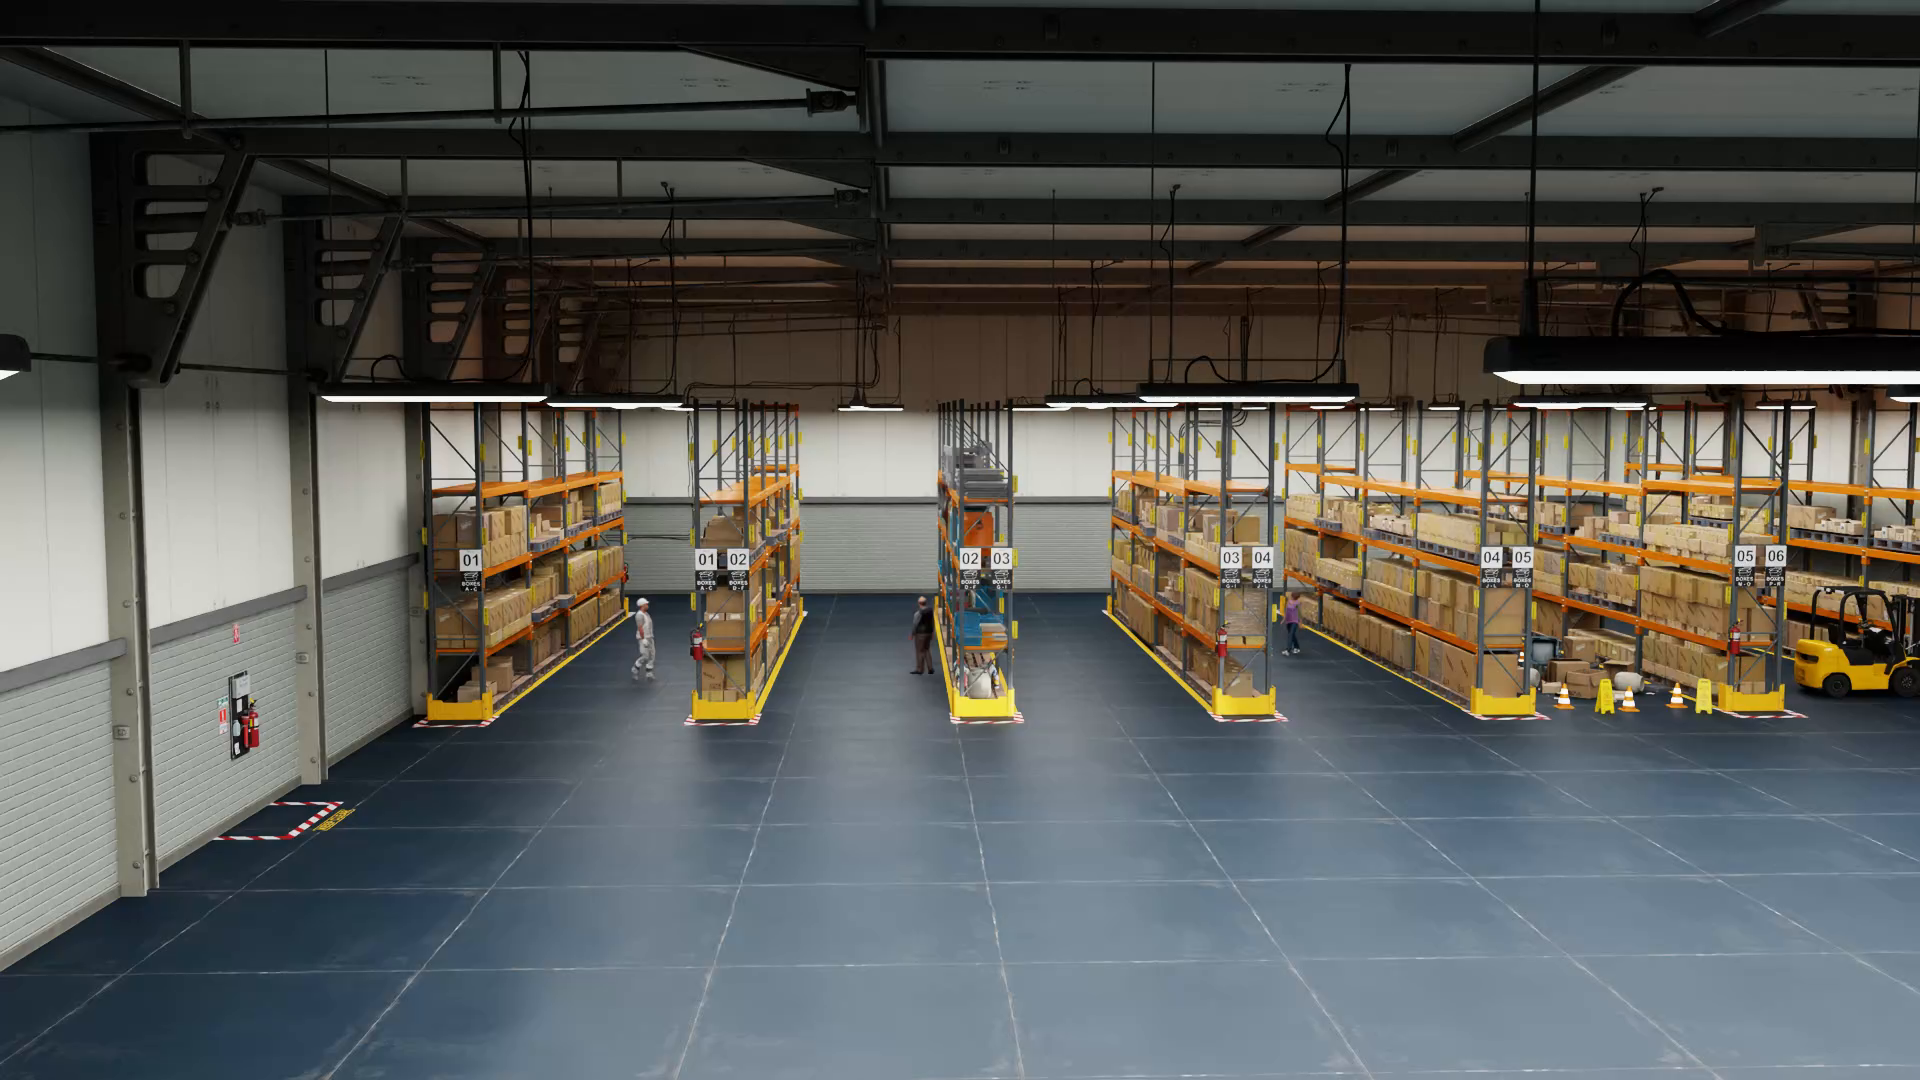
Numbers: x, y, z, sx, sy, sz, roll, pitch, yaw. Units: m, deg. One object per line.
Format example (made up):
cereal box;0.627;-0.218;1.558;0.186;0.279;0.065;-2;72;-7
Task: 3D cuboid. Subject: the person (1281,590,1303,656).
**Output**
person;7.835;1.955;39.394;0.956;1.531;0.477;-4;6;-41

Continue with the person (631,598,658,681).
person;-6.769;2.130;35.735;0.605;1.784;0.598;2;5;20

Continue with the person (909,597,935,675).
person;-0.828;2.116;36.371;0.436;1.777;0.617;4;6;41

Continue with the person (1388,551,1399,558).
person;13.433;1.001;51.563;0.461;1.587;0.427;-3;5;-33
